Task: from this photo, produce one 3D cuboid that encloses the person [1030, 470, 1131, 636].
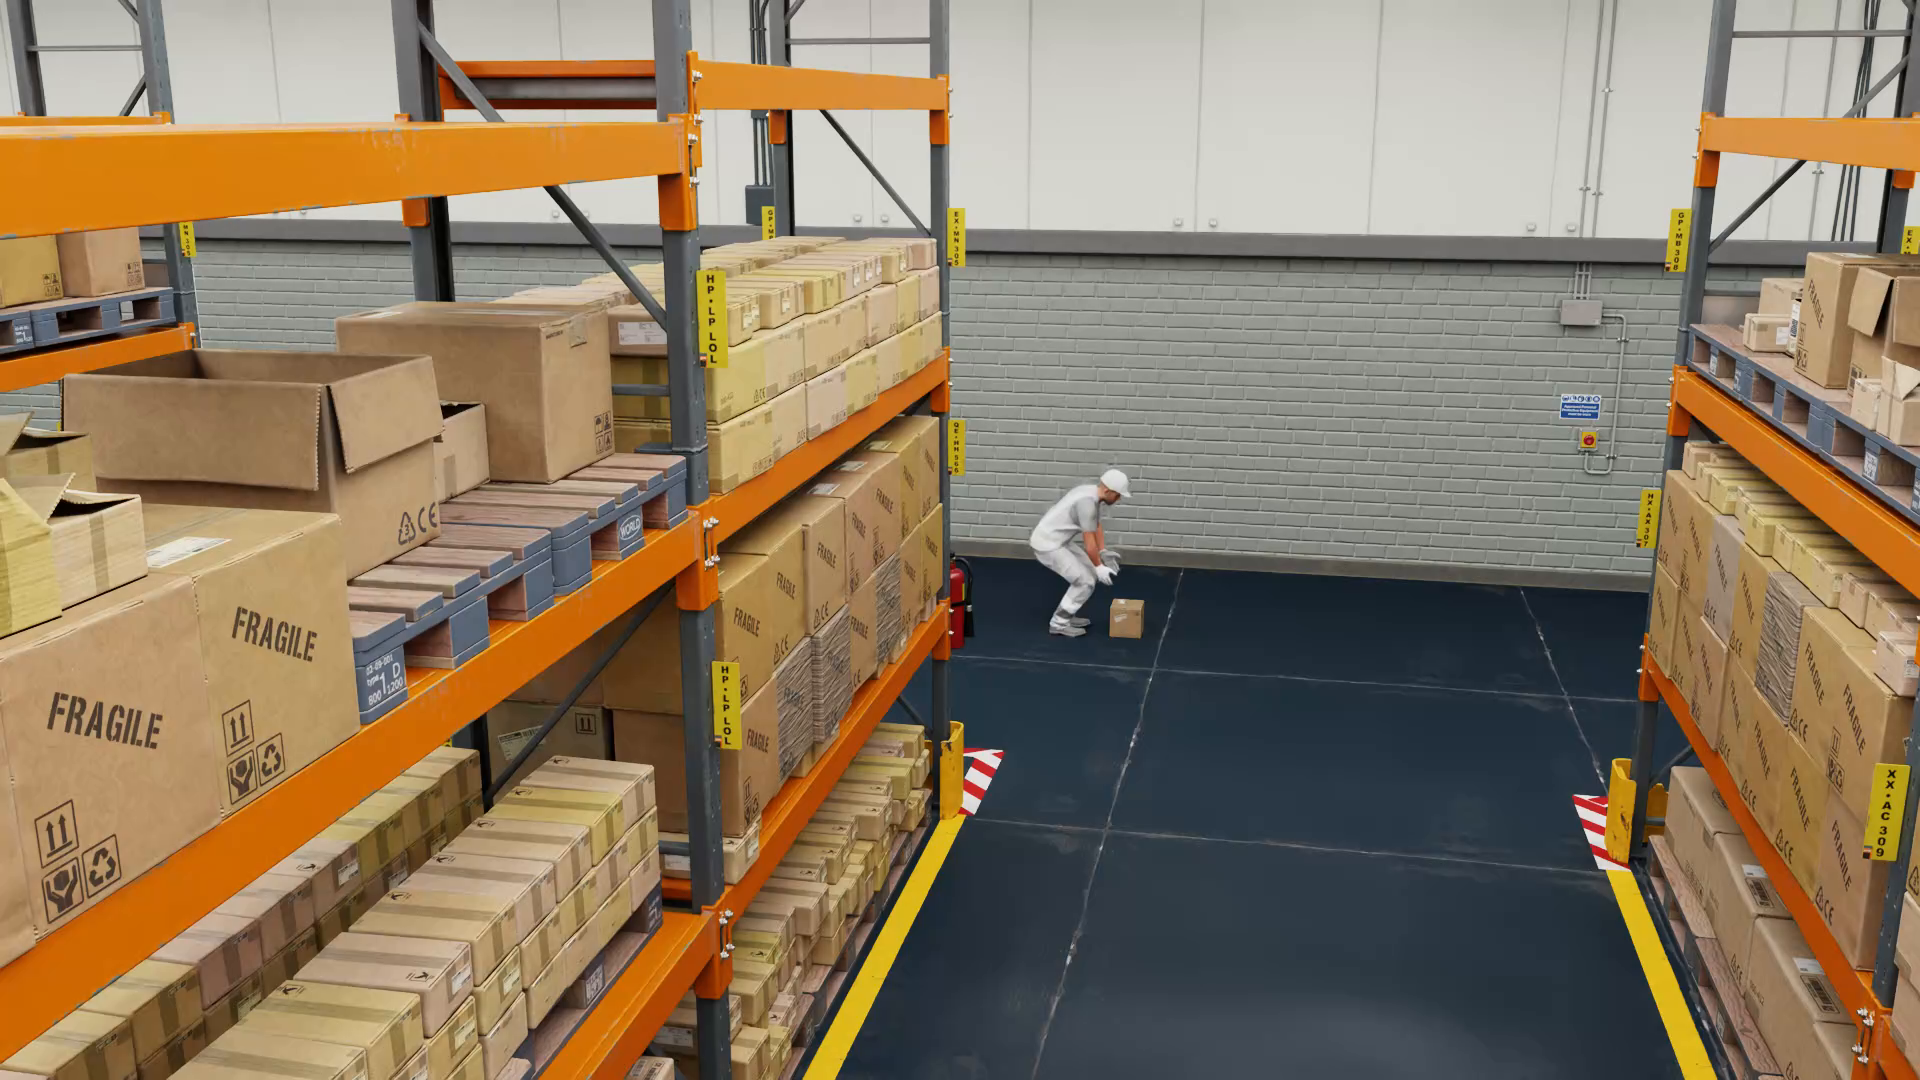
[{"bbox_3d":[0.977,0.079,13.531,0.795,1.351,0.584,3,15,11],"label":"person"}]
